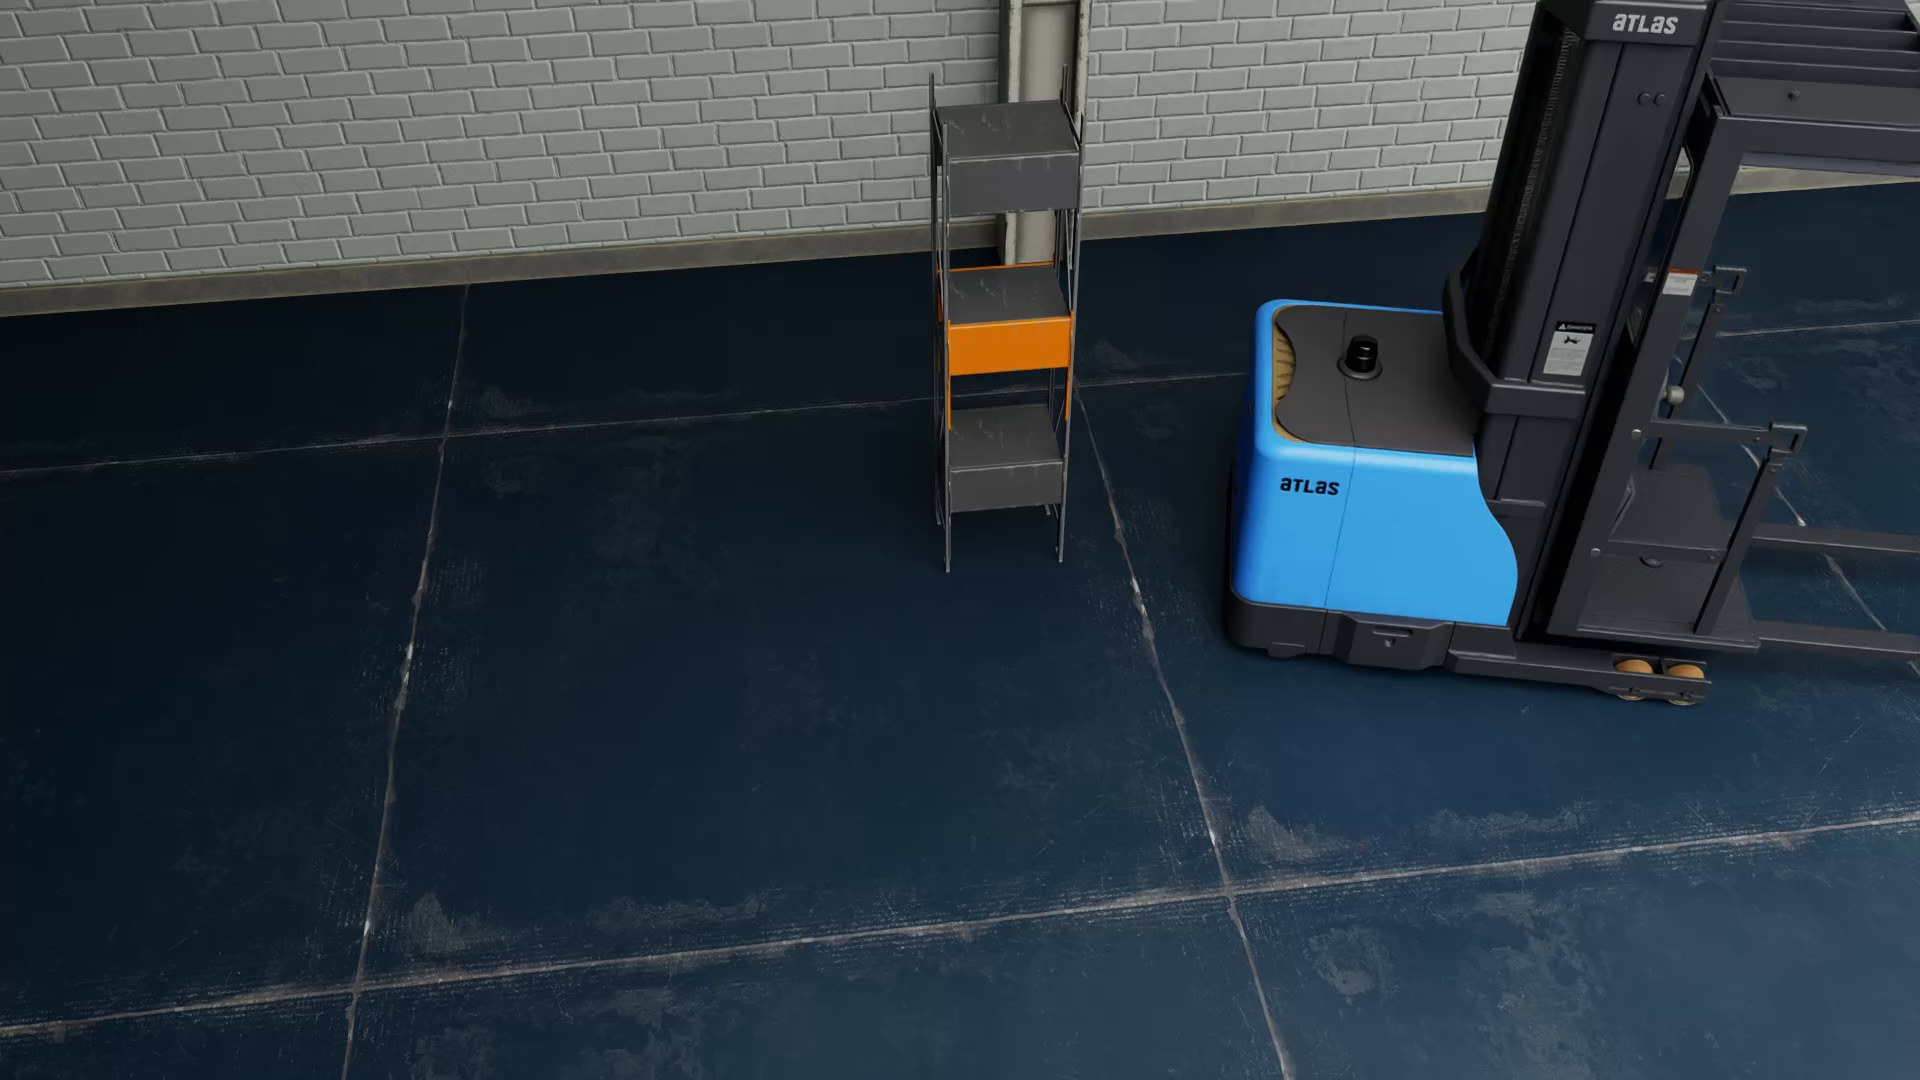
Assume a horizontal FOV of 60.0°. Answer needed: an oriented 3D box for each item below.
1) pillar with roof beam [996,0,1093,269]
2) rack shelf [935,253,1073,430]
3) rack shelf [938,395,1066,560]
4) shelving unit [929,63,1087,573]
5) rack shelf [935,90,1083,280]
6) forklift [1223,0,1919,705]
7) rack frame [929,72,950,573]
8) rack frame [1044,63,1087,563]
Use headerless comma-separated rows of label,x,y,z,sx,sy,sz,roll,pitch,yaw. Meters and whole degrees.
pillar with roof beam,0.968,-2.013,2.763,0.400,9.000,9.100,-5,42,-6
rack shelf,0.164,-0.784,6.572,0.480,0.518,0.431,-5,42,-6
rack shelf,0.164,-0.264,7.041,0.480,0.518,0.431,-5,42,-6
shelving unit,0.164,-0.794,6.563,0.503,2.100,0.431,-5,42,-6
rack shelf,0.164,-1.304,6.103,0.480,0.518,0.431,-5,42,-6
forklift,2.625,-0.822,5.973,3.031,2.935,1.130,5,42,6
rack frame,-0.078,-0.773,6.539,0.015,2.100,0.400,-5,42,-6
rack frame,0.406,-0.815,6.586,0.015,2.100,0.400,-5,42,-6
